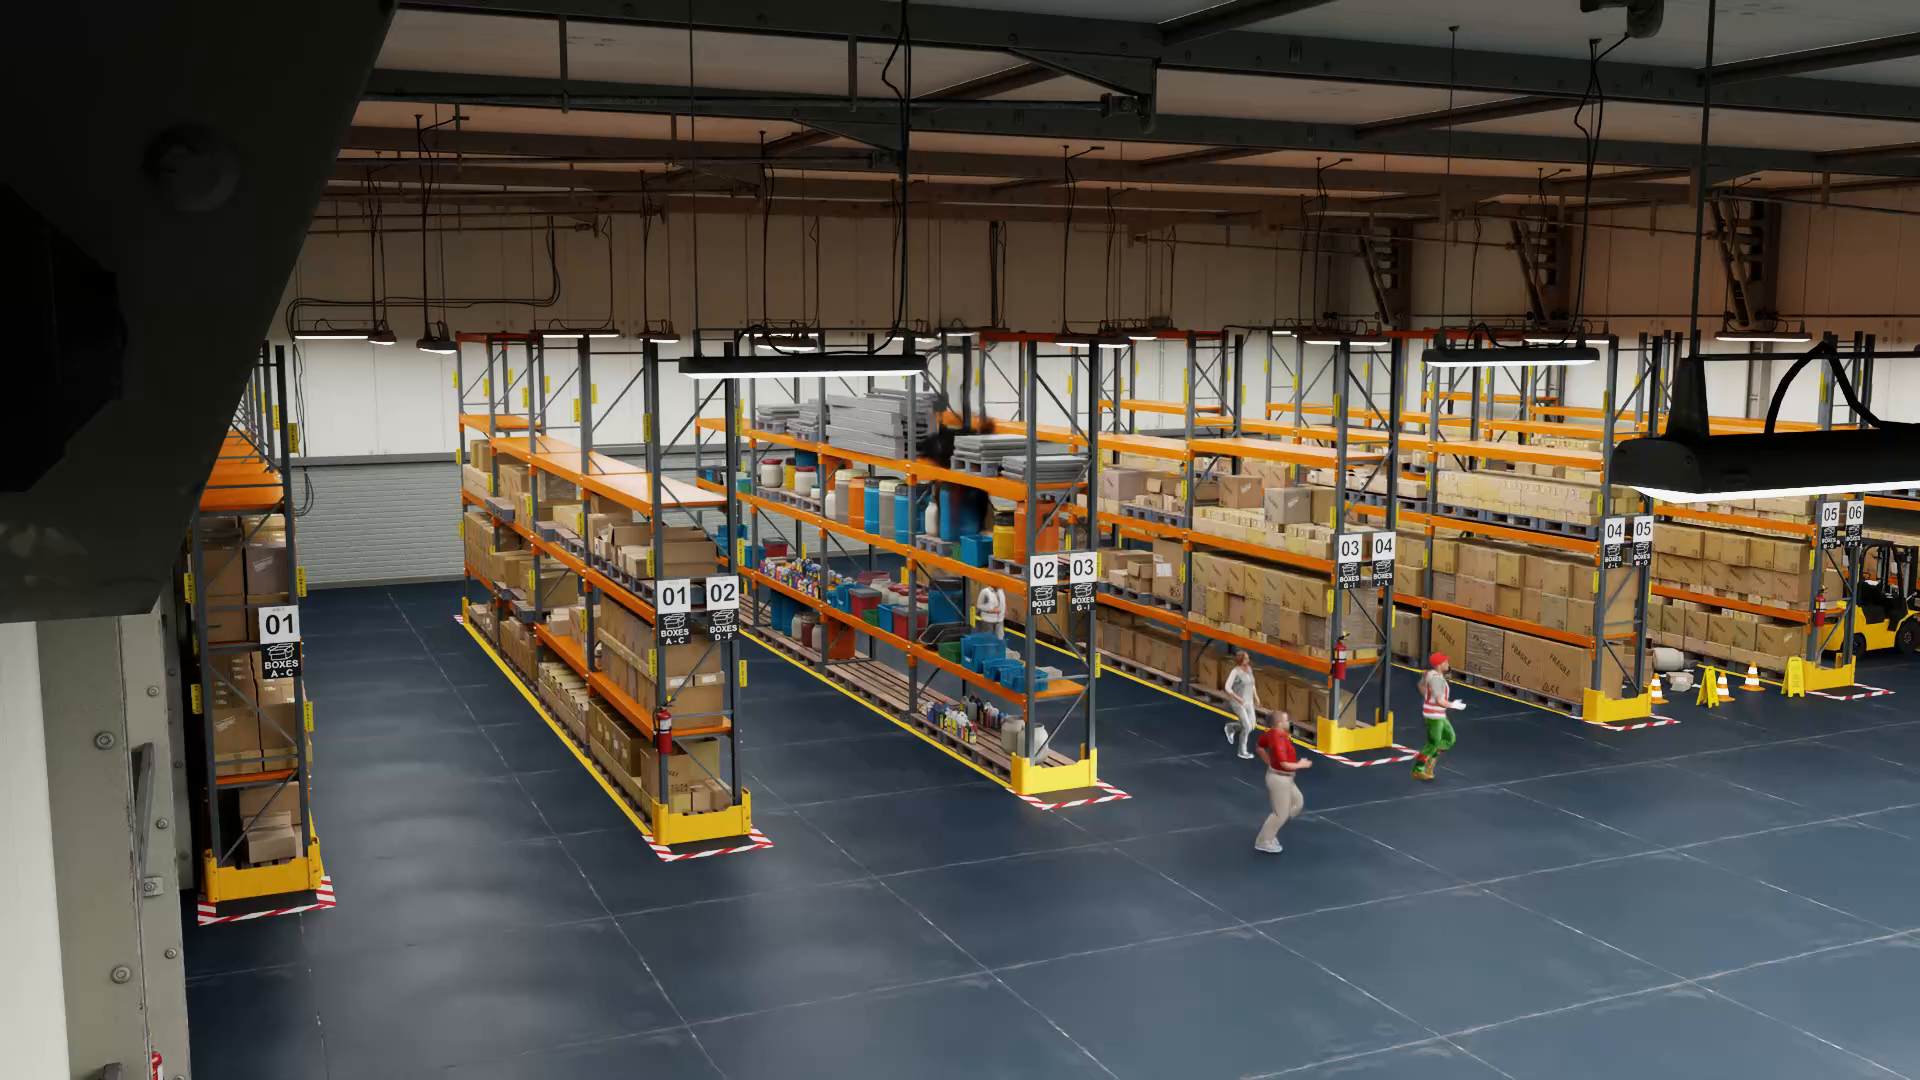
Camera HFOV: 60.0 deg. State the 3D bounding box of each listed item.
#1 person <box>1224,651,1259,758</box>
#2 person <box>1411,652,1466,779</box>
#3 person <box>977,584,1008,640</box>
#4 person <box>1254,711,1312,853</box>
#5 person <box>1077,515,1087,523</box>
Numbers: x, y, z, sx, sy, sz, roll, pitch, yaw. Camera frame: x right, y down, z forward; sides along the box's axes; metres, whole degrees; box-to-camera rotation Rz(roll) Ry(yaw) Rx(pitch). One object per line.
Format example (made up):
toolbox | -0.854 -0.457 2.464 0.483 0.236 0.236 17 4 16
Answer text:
person | 4.008 2.345 23.943 0.584 1.547 0.592 -6 10 -40
person | 6.540 2.409 22.715 0.680 1.783 0.692 2 8 14
person | 0.579 1.449 29.731 0.676 1.802 0.854 -5 9 -32
person | 3.819 2.848 19.627 0.655 1.697 0.646 0 8 3
person | 3.092 -0.130 41.753 0.881 1.779 0.735 -3 8 -18
